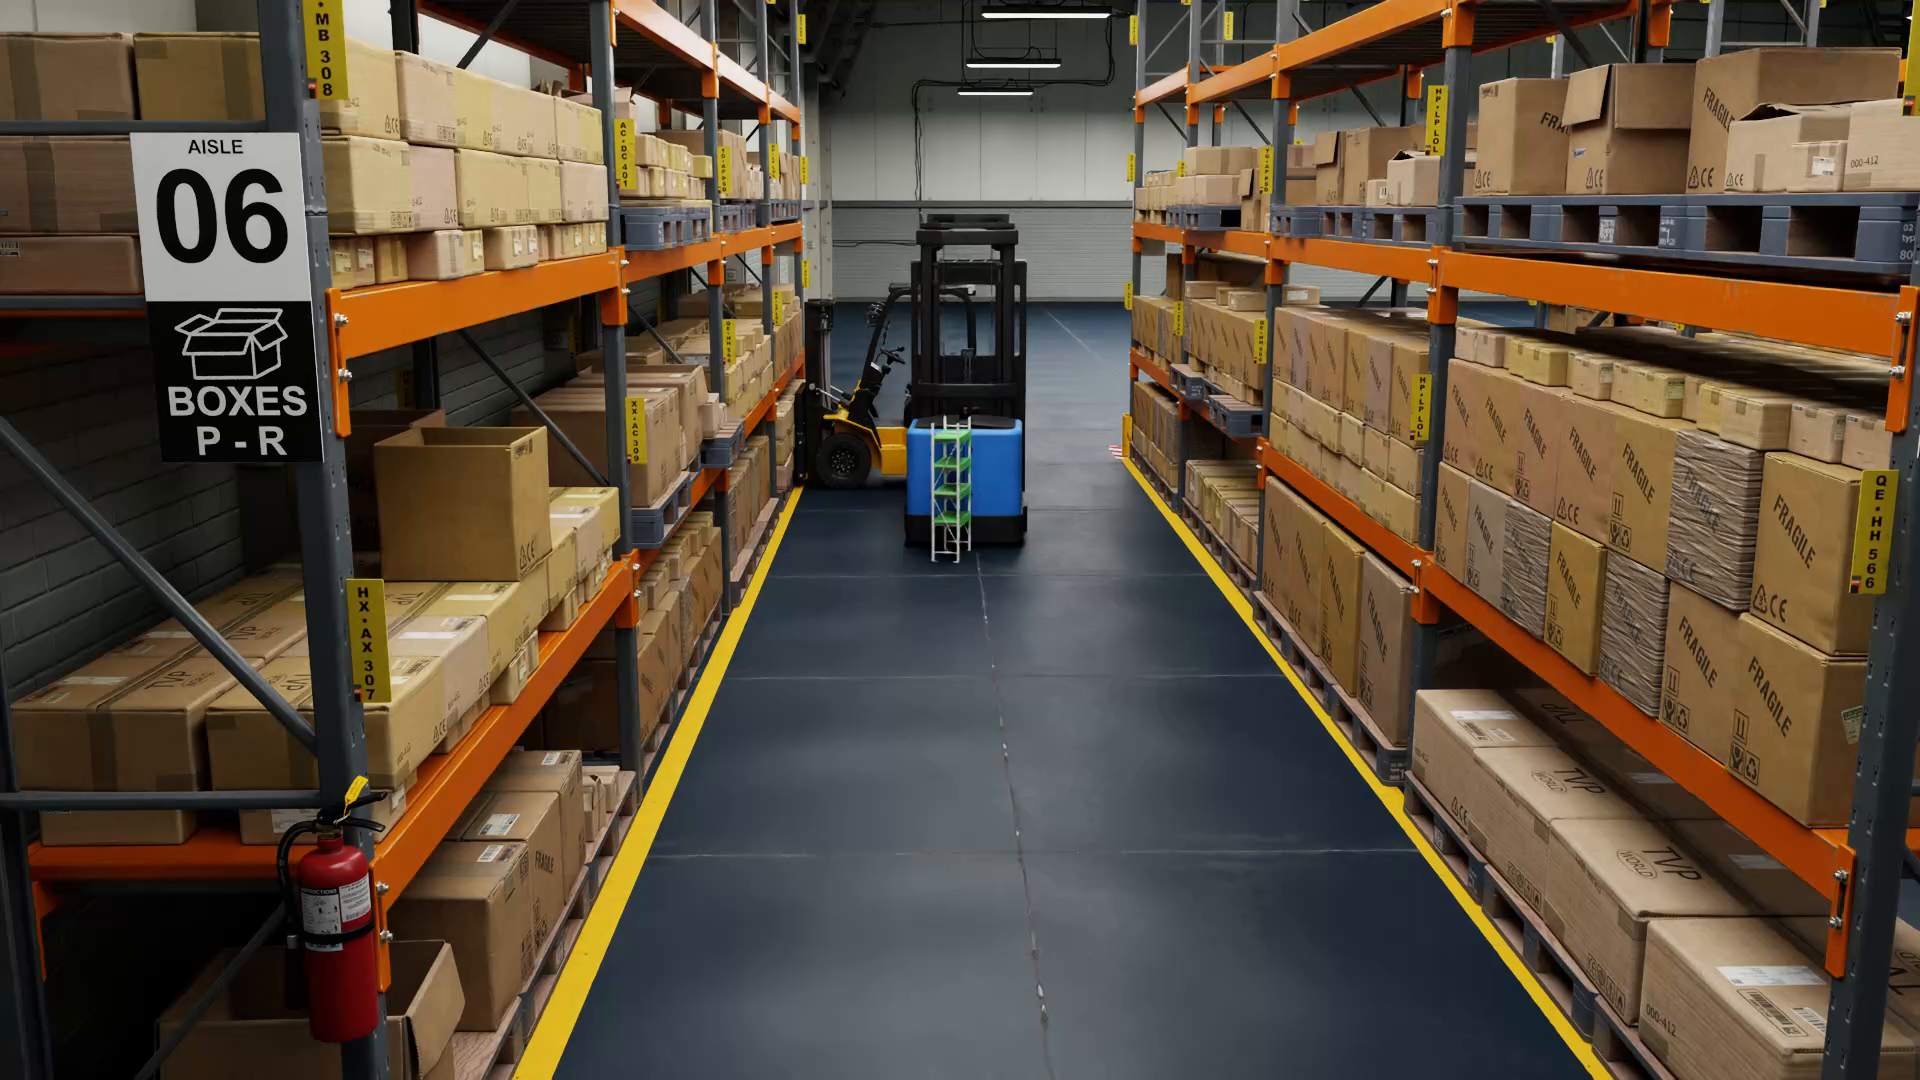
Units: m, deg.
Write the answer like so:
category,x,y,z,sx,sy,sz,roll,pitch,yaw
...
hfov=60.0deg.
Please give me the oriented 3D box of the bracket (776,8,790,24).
category,x,y,z,sx,sy,sz,roll,pitch,yaw
bracket,-3.158,-9.361,29.707,0.235,0.232,0.430,0,11,-1

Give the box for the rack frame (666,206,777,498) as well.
category,x,y,z,sx,sy,sz,roll,pitch,yaw
rack frame,-2.304,-1.700,16.084,1.000,3.000,0.127,0,11,-1

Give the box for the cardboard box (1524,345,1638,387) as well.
category,x,y,z,sx,sy,sz,roll,pitch,yaw
cardboard box,2.560,-0.720,6.855,0.380,0.149,0.250,-1,11,-3

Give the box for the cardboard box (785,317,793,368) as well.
category,x,y,z,sx,sy,sz,roll,pitch,yaw
cardboard box,-2.081,-2.142,18.013,0.500,0.500,0.500,0,11,-1

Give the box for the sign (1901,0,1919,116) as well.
category,x,y,z,sx,sy,sz,roll,pitch,yaw
sign,2.363,-1.201,4.054,0.100,0.325,0.005,0,11,-1

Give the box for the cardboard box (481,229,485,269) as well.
category,x,y,z,sx,sy,sz,roll,pitch,yaw
cardboard box,-1.832,-0.980,5.621,0.380,0.149,0.250,0,11,-2

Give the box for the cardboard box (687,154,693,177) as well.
category,x,y,z,sx,sy,sz,roll,pitch,yaw
cardboard box,-1.963,-2.470,10.962,0.380,0.149,0.250,-1,11,-3

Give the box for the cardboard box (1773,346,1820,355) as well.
category,x,y,z,sx,sy,sz,roll,pitch,yaw
cardboard box,7.376,-1.404,14.374,0.500,0.500,0.500,0,11,0

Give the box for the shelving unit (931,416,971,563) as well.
category,x,y,z,sx,sy,sz,roll,pitch,yaw
shelving unit,-0.074,-0.445,14.424,0.258,1.200,0.503,2,12,11

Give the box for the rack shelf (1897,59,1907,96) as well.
category,x,y,z,sx,sy,sz,roll,pitch,yaw
rack shelf,7.646,-3.755,13.942,1.077,0.370,4.000,0,11,-1

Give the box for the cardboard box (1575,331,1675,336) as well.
category,x,y,z,sx,sy,sz,roll,pitch,yaw
cardboard box,3.045,-0.875,7.619,0.380,0.149,0.250,0,11,0

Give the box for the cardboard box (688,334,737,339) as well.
category,x,y,z,sx,sy,sz,roll,pitch,yaw
cardboard box,-2.073,-1.644,13.925,0.380,0.149,0.250,0,11,-1

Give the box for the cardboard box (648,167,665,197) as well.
category,x,y,z,sx,sy,sz,roll,pitch,yaw
cardboard box,-1.718,-1.824,8.475,0.380,0.149,0.250,0,11,-1

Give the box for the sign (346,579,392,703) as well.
category,x,y,z,sx,sy,sz,roll,pitch,yaw
sign,-1.514,0.259,4.251,0.100,0.325,0.005,0,11,-1

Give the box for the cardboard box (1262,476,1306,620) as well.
category,x,y,z,sx,sy,sz,roll,pitch,yaw
cardboard box,2.672,0.047,11.760,0.875,0.875,0.875,0,11,-2

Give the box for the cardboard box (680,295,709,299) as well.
category,x,y,z,sx,sy,sz,roll,pitch,yaw
cardboard box,-2.663,-2.427,17.036,0.380,0.149,0.250,0,11,-2

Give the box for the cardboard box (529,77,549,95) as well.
category,x,y,z,sx,sy,sz,roll,pitch,yaw
cardboard box,-2.214,-2.121,8.148,0.396,0.266,0.258,0,11,-2

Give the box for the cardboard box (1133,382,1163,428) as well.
category,x,y,z,sx,sy,sz,roll,pitch,yaw
cardboard box,2.317,-1.576,19.445,0.500,0.500,0.500,-1,11,-3

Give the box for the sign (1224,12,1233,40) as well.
category,x,y,z,sx,sy,sz,roll,pitch,yaw
sign,3.131,-5.990,19.393,0.100,0.325,0.005,0,11,-1

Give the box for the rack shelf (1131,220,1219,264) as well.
category,x,y,z,sx,sy,sz,roll,pitch,yaw
rack shelf,2.617,-3.236,17.921,1.077,0.370,4.000,0,11,-1

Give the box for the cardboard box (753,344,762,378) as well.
category,x,y,z,sx,sy,sz,roll,pitch,yaw
cardboard box,-2.016,-1.571,14.568,0.500,0.250,0.500,0,11,0

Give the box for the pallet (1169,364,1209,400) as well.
category,x,y,z,sx,sy,sz,roll,pitch,yaw
pallet,2.529,-1.474,15.455,1.003,0.211,1.213,0,11,-1

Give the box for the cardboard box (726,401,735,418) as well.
category,x,y,z,sx,sy,sz,roll,pitch,yaw
cardboard box,-1.987,-0.920,12.619,0.500,0.250,0.500,0,11,-1

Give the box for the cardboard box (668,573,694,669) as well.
category,x,y,z,sx,sy,sz,roll,pitch,yaw
cardboard box,-1.955,0.505,10.449,0.500,0.500,0.500,-1,11,-3

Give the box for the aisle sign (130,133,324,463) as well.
category,x,y,z,sx,sy,sz,roll,pitch,yaw
aisle sign,-1.761,-0.576,4.006,0.394,0.787,0.004,0,11,-1

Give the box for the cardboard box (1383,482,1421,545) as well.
category,x,y,z,sx,sy,sz,roll,pitch,yaw
cardboard box,2.562,-0.145,8.799,0.500,0.250,0.500,-1,11,-3

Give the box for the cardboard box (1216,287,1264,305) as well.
category,x,y,z,sx,sy,sz,roll,pitch,yaw
cardboard box,2.440,-2.129,14.512,0.380,0.149,0.250,0,11,2

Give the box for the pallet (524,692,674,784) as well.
category,x,y,z,sx,sy,sz,roll,pitch,yaw
pallet,-2.194,1.096,9.318,1.003,0.211,1.213,0,11,-1

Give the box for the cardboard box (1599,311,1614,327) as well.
category,x,y,z,sx,sy,sz,roll,pitch,yaw
cardboard box,7.547,-2.230,18.321,0.875,0.550,0.500,0,11,-1

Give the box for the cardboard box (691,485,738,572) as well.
category,x,y,z,sx,sy,sz,roll,pitch,yaw
cardboard box,-2.221,-0.071,12.970,0.875,0.625,0.625,0,11,1

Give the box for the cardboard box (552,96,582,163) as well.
category,x,y,z,sx,sy,sz,roll,pitch,yaw
cardboard box,-1.869,-1.697,6.896,0.500,0.250,0.500,0,11,-2

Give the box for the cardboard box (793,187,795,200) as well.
category,x,y,z,sx,sy,sz,roll,pitch,yaw
cardboard box,-2.066,-3.933,18.872,0.380,0.149,0.250,-1,11,-3

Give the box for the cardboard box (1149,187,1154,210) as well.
category,x,y,z,sx,sy,sz,roll,pitch,yaw
cardboard box,2.356,-3.754,18.297,0.500,0.250,0.500,0,11,1

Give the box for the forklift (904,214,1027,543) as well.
category,x,y,z,sx,sy,sz,roll,pitch,yaw
forklift,0.092,-1.648,16.003,1.130,2.935,3.031,0,11,2

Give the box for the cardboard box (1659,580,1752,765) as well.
category,x,y,z,sx,sy,sz,roll,pitch,yaw
cardboard box,2.636,0.421,5.379,0.500,0.500,0.500,0,11,-2

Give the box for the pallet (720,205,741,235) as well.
category,x,y,z,sx,sy,sz,roll,pitch,yaw
pallet,-2.325,-2.417,12.548,1.213,0.211,1.003,0,11,1

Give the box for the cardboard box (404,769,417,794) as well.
category,x,y,z,sx,sy,sz,roll,pitch,yaw
cardboard box,-1.840,0.692,4.927,0.380,0.149,0.250,0,11,0

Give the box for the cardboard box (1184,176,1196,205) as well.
category,x,y,z,sx,sy,sz,roll,pitch,yaw
cardboard box,2.281,-3.105,14.785,0.500,0.250,0.500,0,11,-2

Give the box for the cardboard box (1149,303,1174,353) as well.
category,x,y,z,sx,sy,sz,roll,pitch,yaw
cardboard box,2.352,-2.310,18.093,0.500,0.500,0.500,0,11,-2

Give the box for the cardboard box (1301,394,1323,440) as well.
category,x,y,z,sx,sy,sz,roll,pitch,yaw
cardboard box,2.512,-0.794,10.737,0.500,0.250,0.500,0,11,-1

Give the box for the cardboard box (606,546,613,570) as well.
category,x,y,z,sx,sy,sz,roll,pitch,yaw
cardboard box,-1.880,0.076,7.963,0.380,0.149,0.250,0,11,0

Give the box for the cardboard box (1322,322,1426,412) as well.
category,x,y,z,sx,sy,sz,roll,pitch,yaw
cardboard box,2.529,-1.064,10.183,0.500,0.500,0.500,0,11,0

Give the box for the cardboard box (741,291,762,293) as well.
category,x,y,z,sx,sy,sz,roll,pitch,yaw
cardboard box,-2.143,-2.582,17.802,0.380,0.149,0.250,0,11,-1

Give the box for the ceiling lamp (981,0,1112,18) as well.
category,x,y,z,sx,sy,sz,roll,pitch,yaw
ceiling lamp,1.320,-9.659,25.547,2.000,3.185,0.800,0,11,-1

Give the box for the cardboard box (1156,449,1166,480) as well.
category,x,y,z,sx,sy,sz,roll,pitch,yaw
cardboard box,2.356,-0.801,17.515,0.500,0.250,0.500,-1,11,-3

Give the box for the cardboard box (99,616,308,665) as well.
category,x,y,z,sx,sy,sz,roll,pitch,yaw
cardboard box,-2.341,0.421,5.262,0.500,0.250,0.500,0,11,-1

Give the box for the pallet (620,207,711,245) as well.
category,x,y,z,sx,sy,sz,roll,pitch,yaw
pallet,-2.107,-1.823,9.622,1.213,0.211,1.003,0,11,-1

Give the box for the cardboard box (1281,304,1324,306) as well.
category,x,y,z,sx,sy,sz,roll,pitch,yaw
cardboard box,2.913,-1.829,14.667,0.500,0.500,0.500,0,11,1

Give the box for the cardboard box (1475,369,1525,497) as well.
category,x,y,z,sx,sy,sz,roll,pitch,yaw
cardboard box,2.595,-0.473,7.273,0.500,0.500,0.500,0,11,-2

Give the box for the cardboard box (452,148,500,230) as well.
category,x,y,z,sx,sy,sz,roll,pitch,yaw
cardboard box,-1.821,-1.149,5.452,0.500,0.250,0.500,-1,11,-3

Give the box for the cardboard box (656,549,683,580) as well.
category,x,y,z,sx,sy,sz,roll,pitch,yaw
cardboard box,-1.959,0.158,10.528,0.380,0.149,0.250,-1,11,-4

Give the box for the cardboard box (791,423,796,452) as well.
category,x,y,z,sx,sy,sz,roll,pitch,yaw
cardboard box,-2.017,-1.100,17.732,0.500,0.250,0.500,0,11,-2

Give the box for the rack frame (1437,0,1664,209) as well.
category,x,y,z,sx,sy,sz,roll,pitch,yaw
rack frame,2.823,-3.071,7.753,1.000,3.000,0.127,0,11,-1

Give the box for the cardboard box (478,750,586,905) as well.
category,x,y,z,sx,sy,sz,roll,pitch,yaw
cardboard box,-1.974,1.207,6.989,0.700,0.500,0.500,-1,11,-3

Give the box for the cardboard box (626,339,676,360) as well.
category,x,y,z,sx,sy,sz,roll,pitch,yaw
cardboard box,-2.495,-1.539,13.410,0.380,0.149,0.250,0,11,-1
